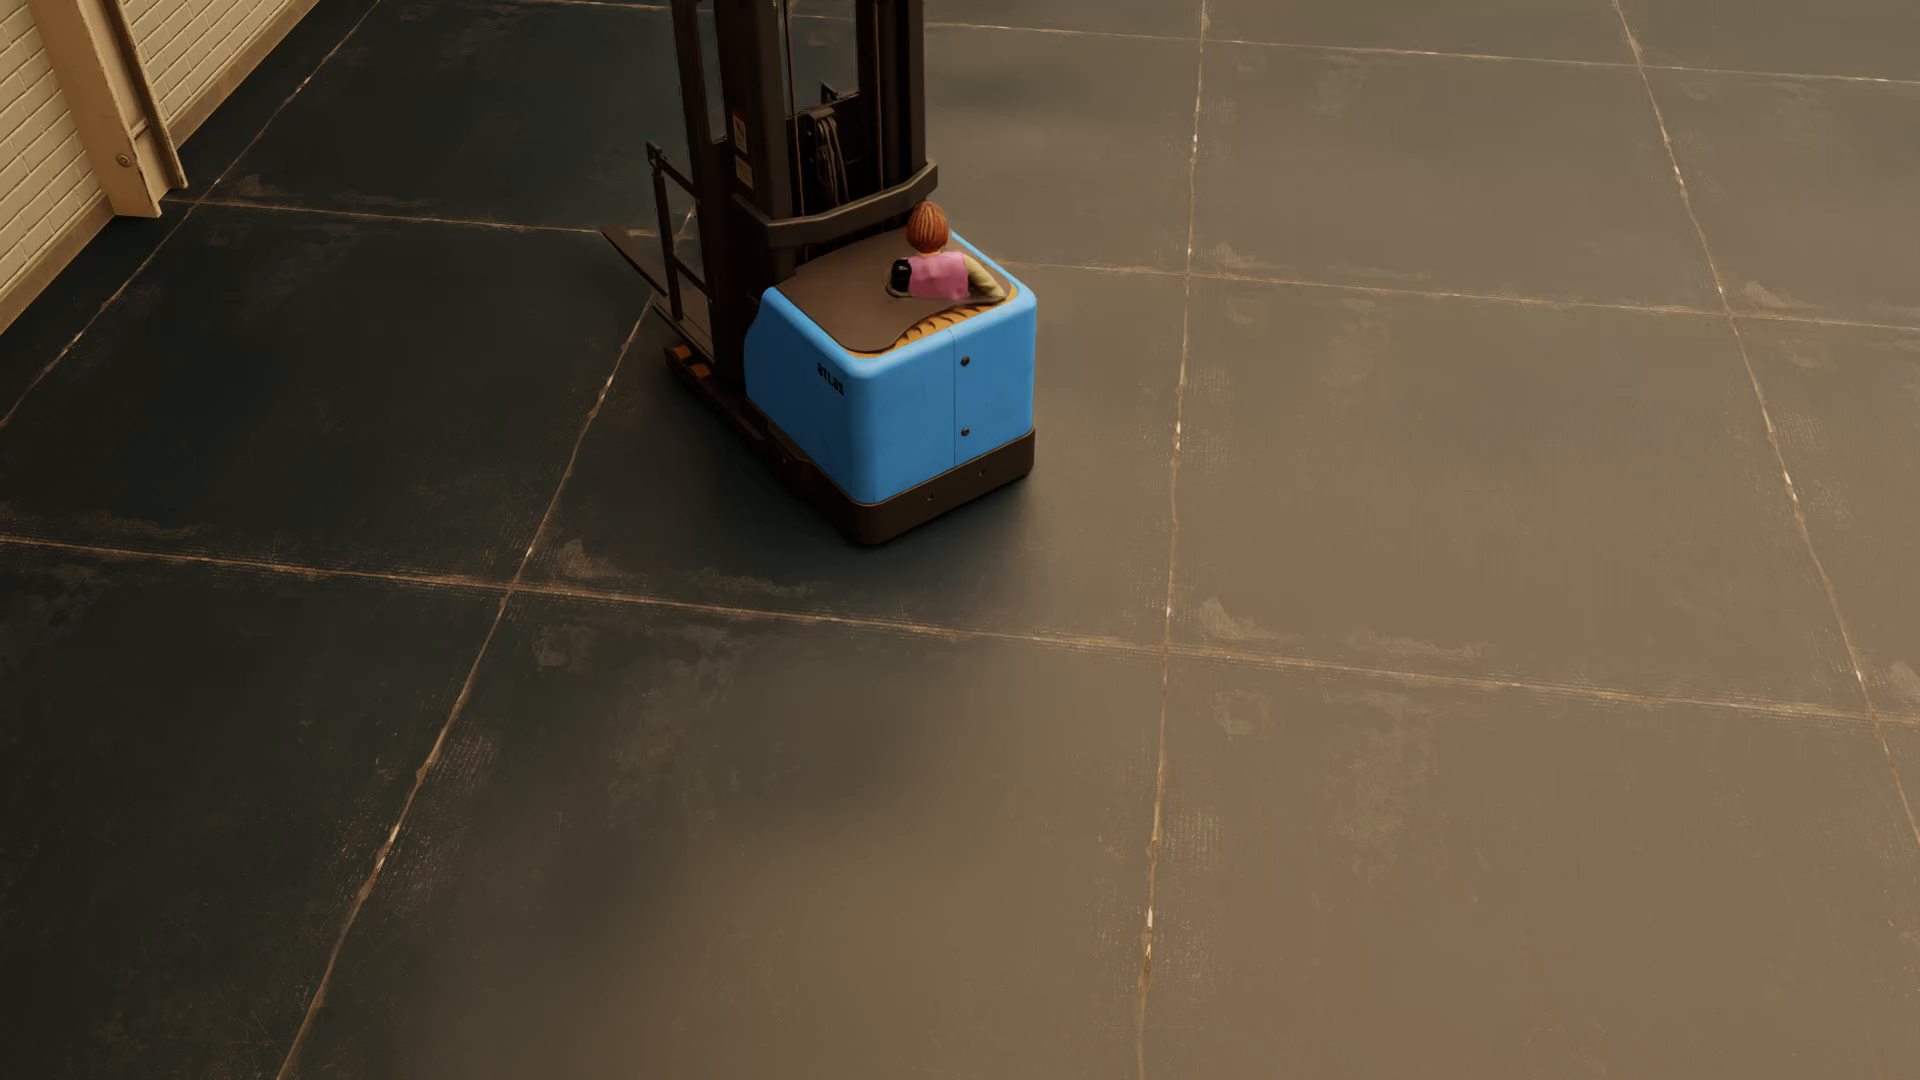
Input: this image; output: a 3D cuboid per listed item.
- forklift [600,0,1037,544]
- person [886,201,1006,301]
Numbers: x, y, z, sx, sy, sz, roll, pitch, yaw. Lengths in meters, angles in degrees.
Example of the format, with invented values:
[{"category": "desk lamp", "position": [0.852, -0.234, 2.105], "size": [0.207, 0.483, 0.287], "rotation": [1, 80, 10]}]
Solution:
[{"category": "forklift", "position": [-0.904, -2.016, 7.918], "size": [1.130, 2.935, 3.031], "rotation": [-26, 49, -26]}, {"category": "person", "position": [-0.022, -1.028, 7.922], "size": [0.720, 1.480, 0.726], "rotation": [1, 43, 1]}]
